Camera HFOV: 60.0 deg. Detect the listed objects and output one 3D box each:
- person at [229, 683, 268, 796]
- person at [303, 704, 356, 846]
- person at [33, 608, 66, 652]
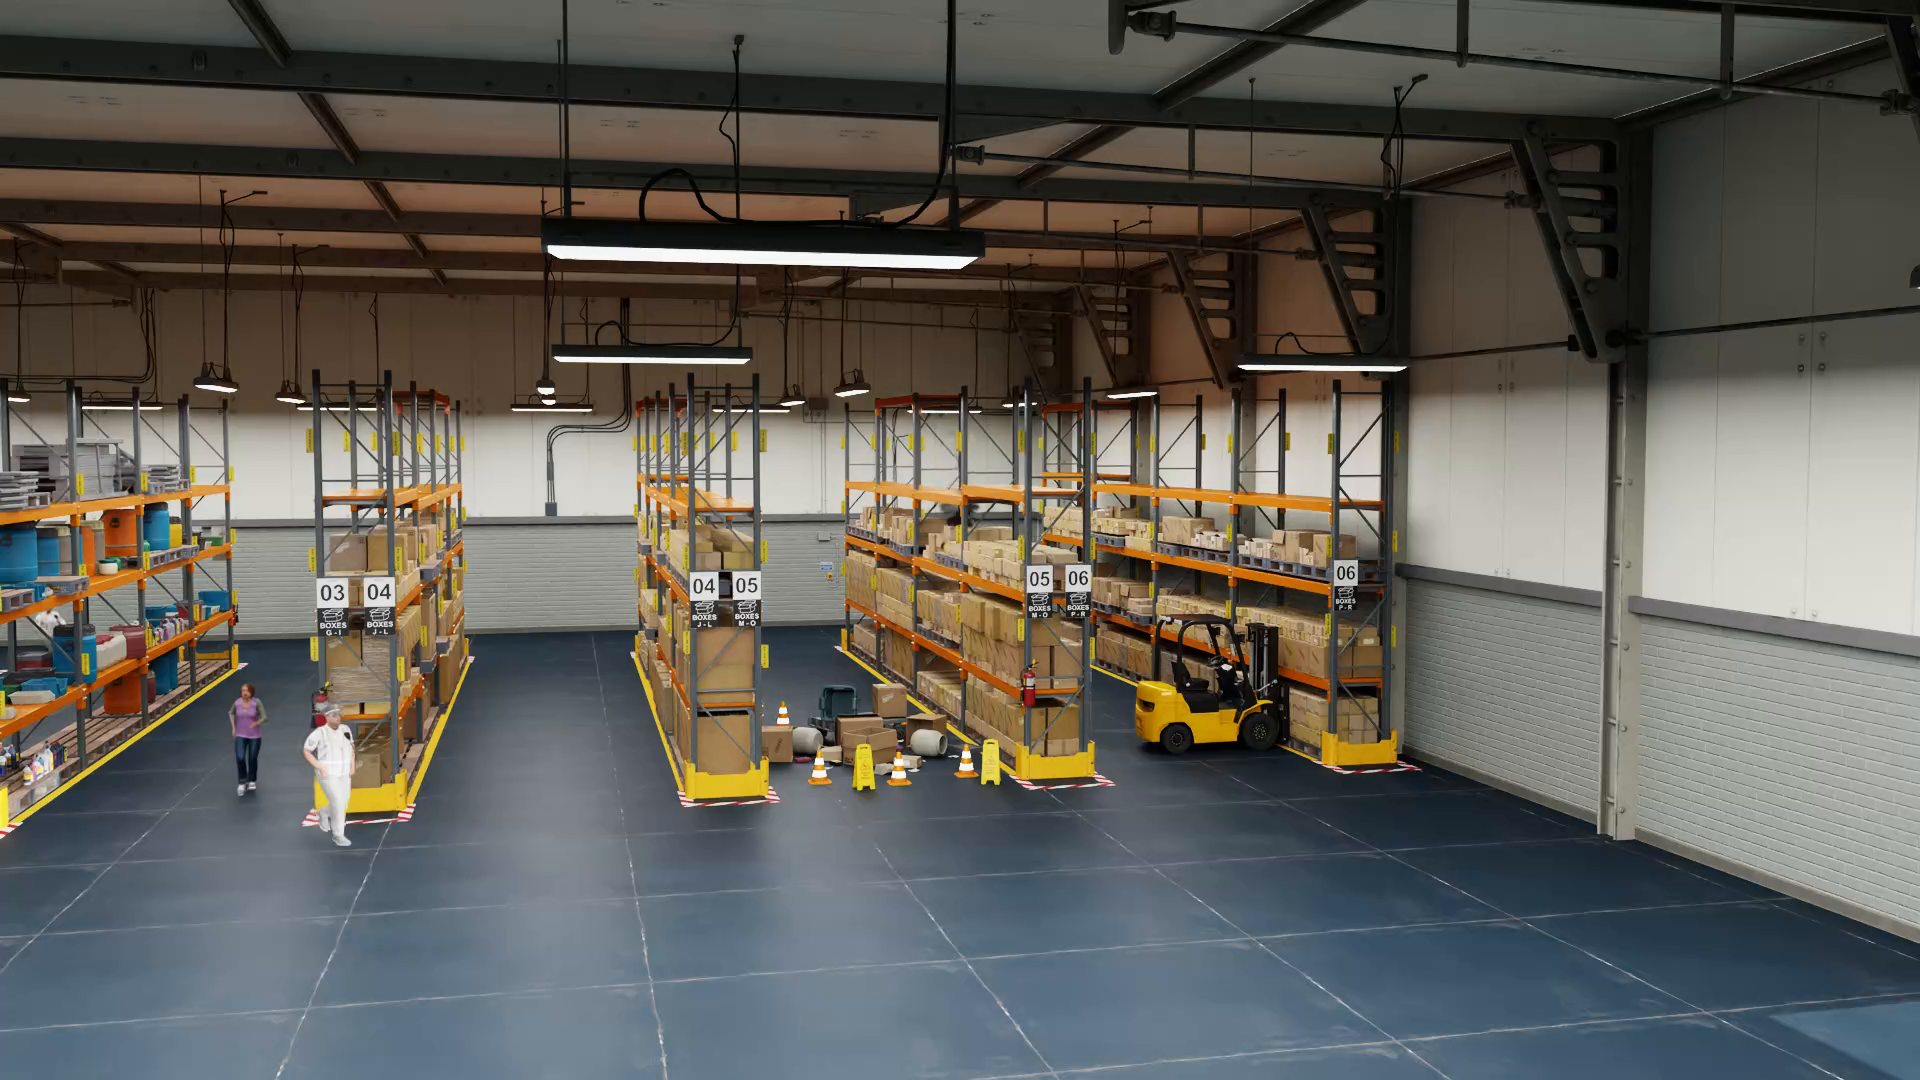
[{"bbox_3d":[-10.167,2.837,23.749,0.528,1.604,0.684,-1,3,-19],"label":"person"},{"bbox_3d":[-7.920,2.927,20.949,0.776,1.756,0.678,2,4,33],"label":"person"},{"bbox_3d":[-19.790,2.106,36.168,0.680,1.651,0.656,3,5,44],"label":"person"}]
